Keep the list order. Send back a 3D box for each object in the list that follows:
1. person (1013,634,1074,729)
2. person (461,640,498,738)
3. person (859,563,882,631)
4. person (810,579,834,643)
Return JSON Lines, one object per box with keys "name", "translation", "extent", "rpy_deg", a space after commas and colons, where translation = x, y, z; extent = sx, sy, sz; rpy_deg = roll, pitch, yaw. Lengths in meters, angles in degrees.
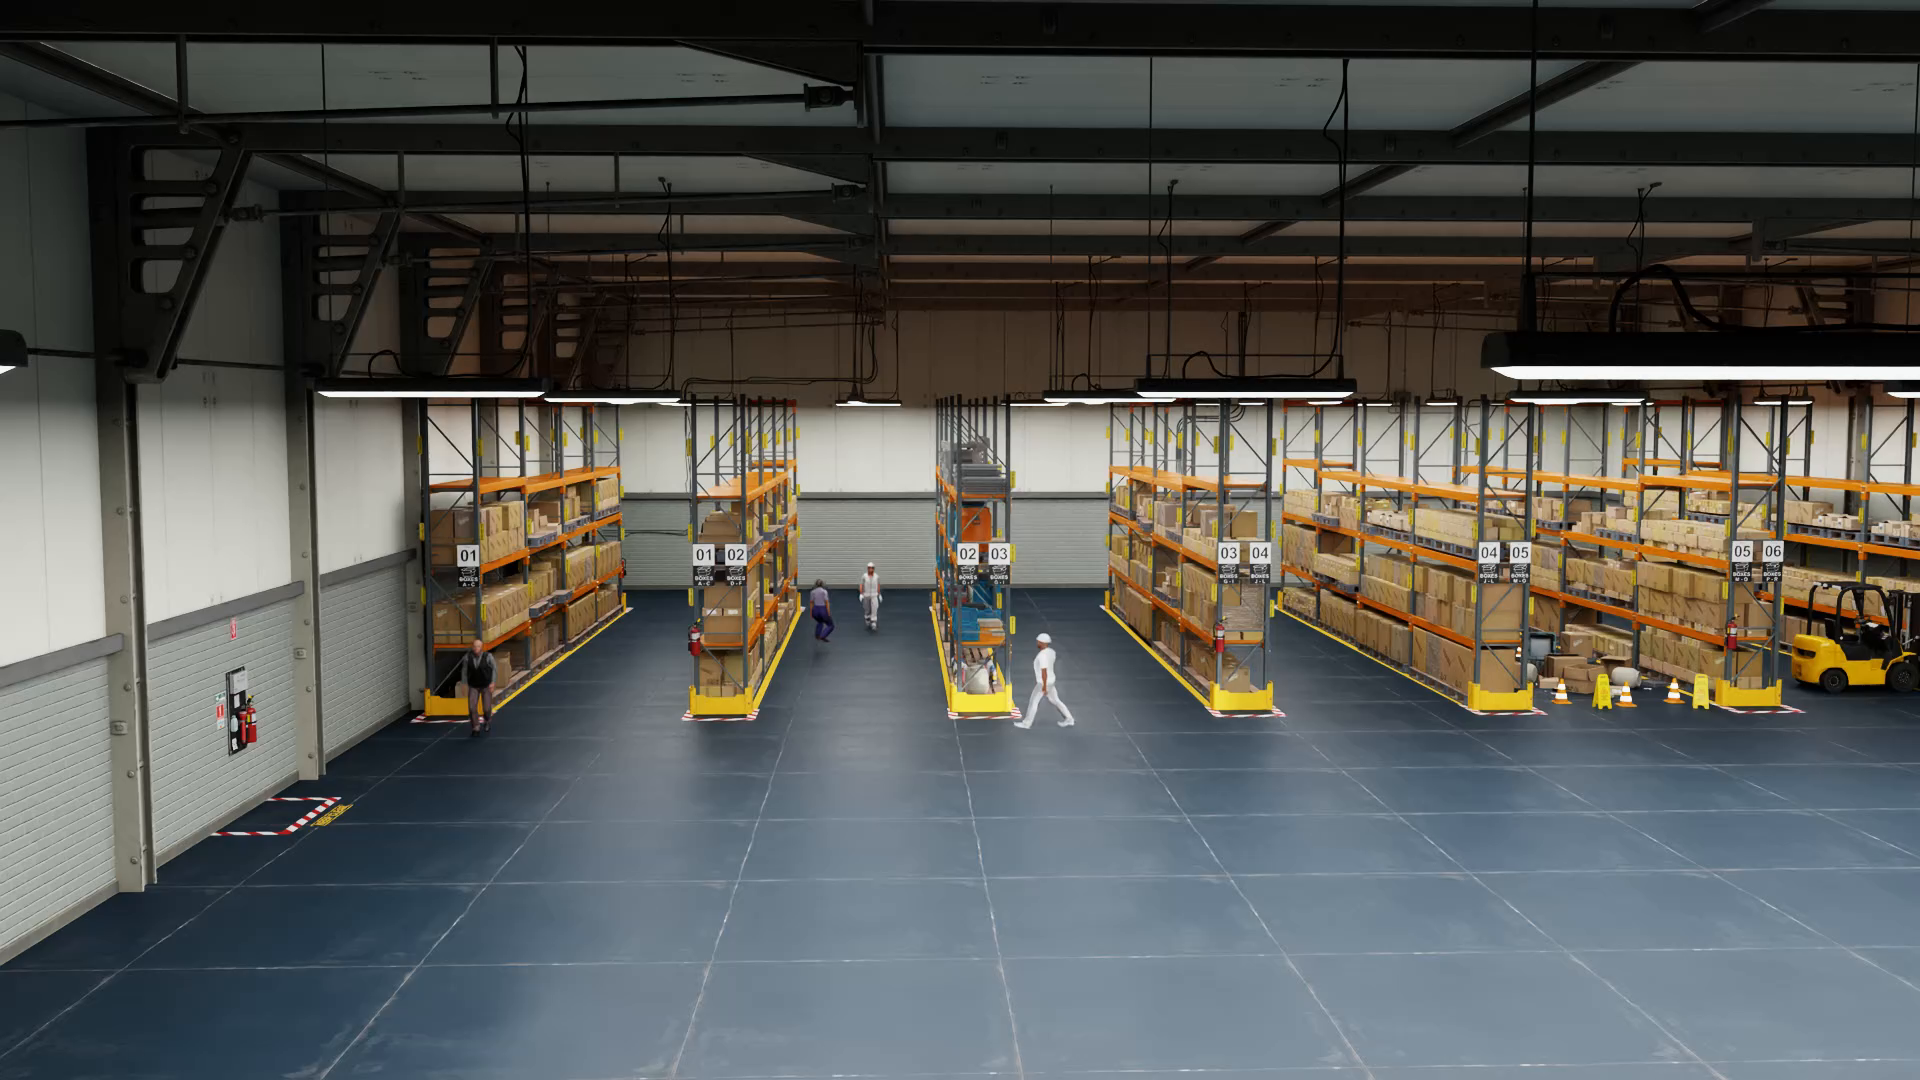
{"name": "person", "translation": [1.497, 2.527, 29.678], "extent": [1.078, 1.718, 0.586], "rpy_deg": [1, 5, 11]}
{"name": "person", "translation": [-8.436, 2.583, 29.228], "extent": [0.633, 1.708, 0.600], "rpy_deg": [0, 5, -4]}
{"name": "person", "translation": [-2.314, 1.457, 43.051], "extent": [0.594, 1.731, 1.098], "rpy_deg": [0, 5, -5]}
{"name": "person", "translation": [-3.277, 1.660, 39.329], "extent": [0.539, 1.493, 0.633], "rpy_deg": [2, 5, 23]}
